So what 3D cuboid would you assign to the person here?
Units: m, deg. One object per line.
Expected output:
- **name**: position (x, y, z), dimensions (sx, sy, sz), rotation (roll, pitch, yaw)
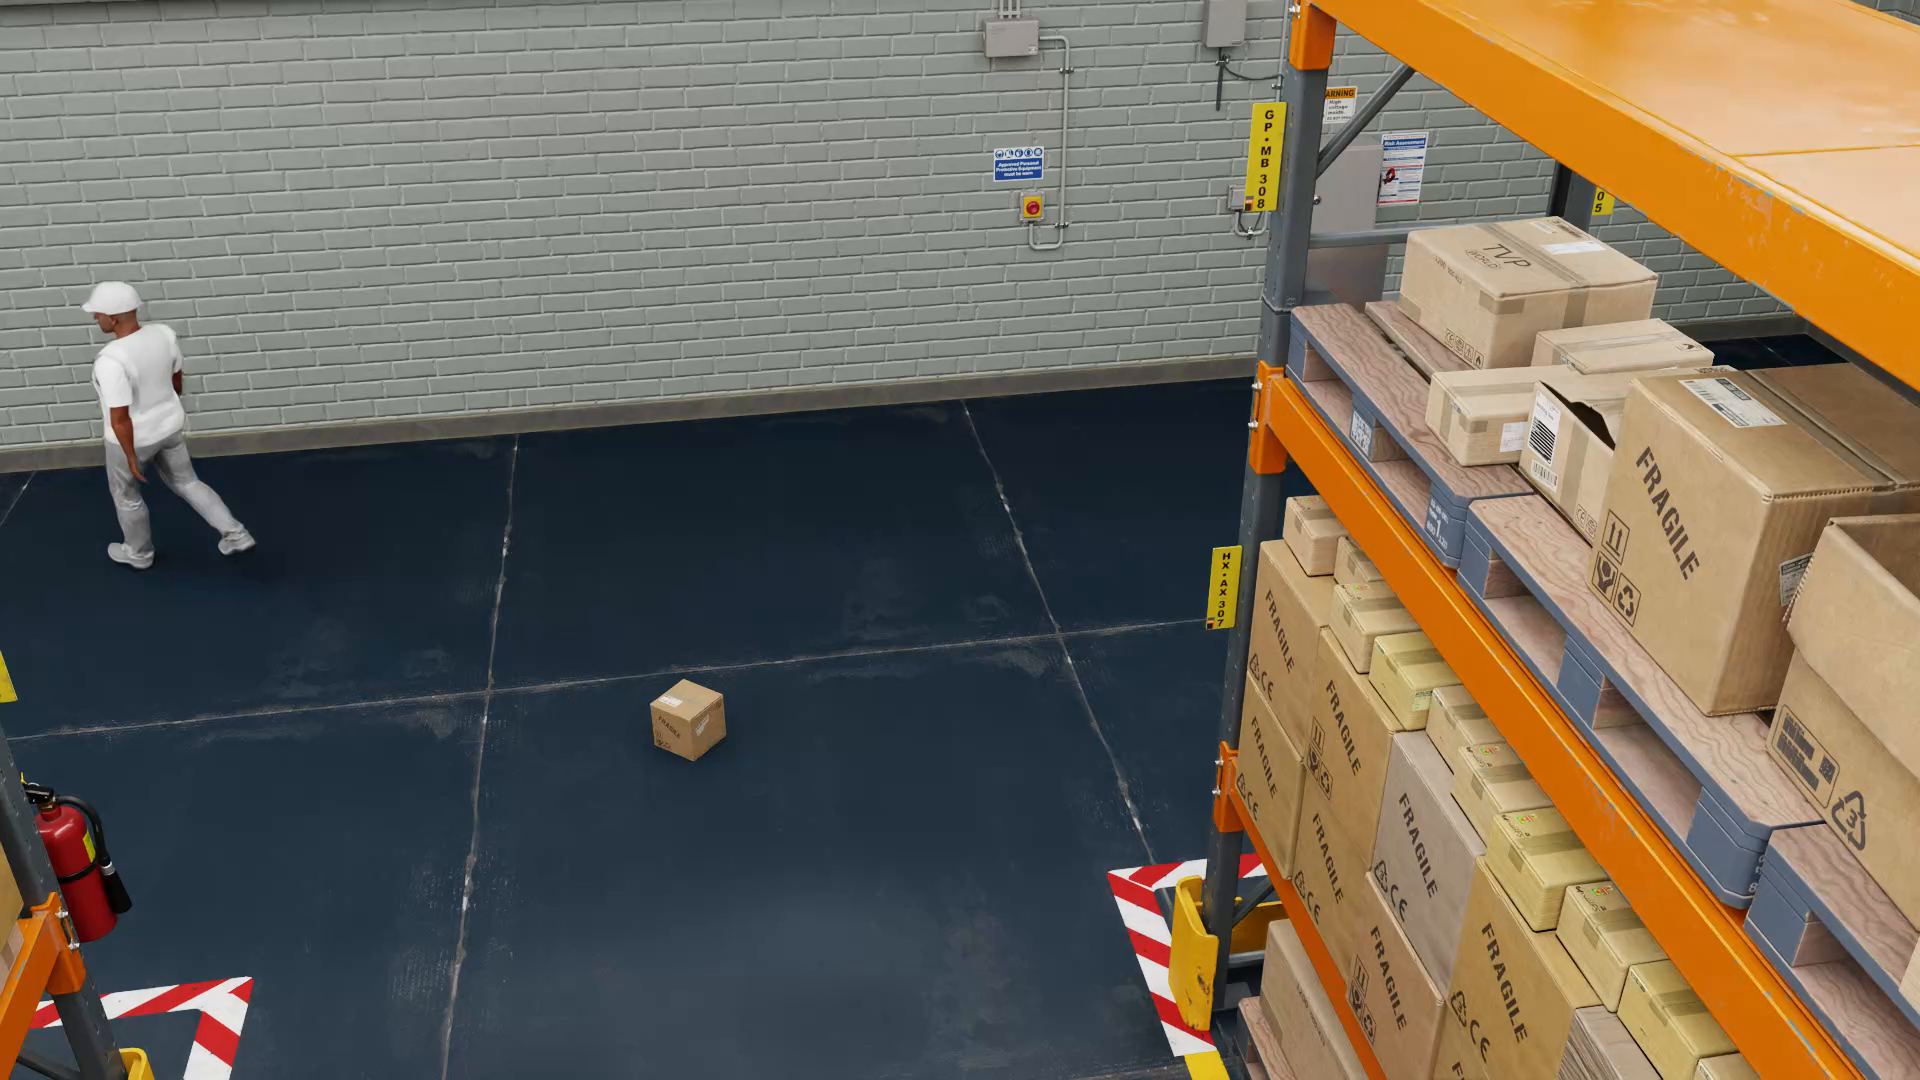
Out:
- **person**: position (-4.464, -0.614, 9.159), dimensions (0.926, 1.738, 0.579), rotation (12, 33, 20)
